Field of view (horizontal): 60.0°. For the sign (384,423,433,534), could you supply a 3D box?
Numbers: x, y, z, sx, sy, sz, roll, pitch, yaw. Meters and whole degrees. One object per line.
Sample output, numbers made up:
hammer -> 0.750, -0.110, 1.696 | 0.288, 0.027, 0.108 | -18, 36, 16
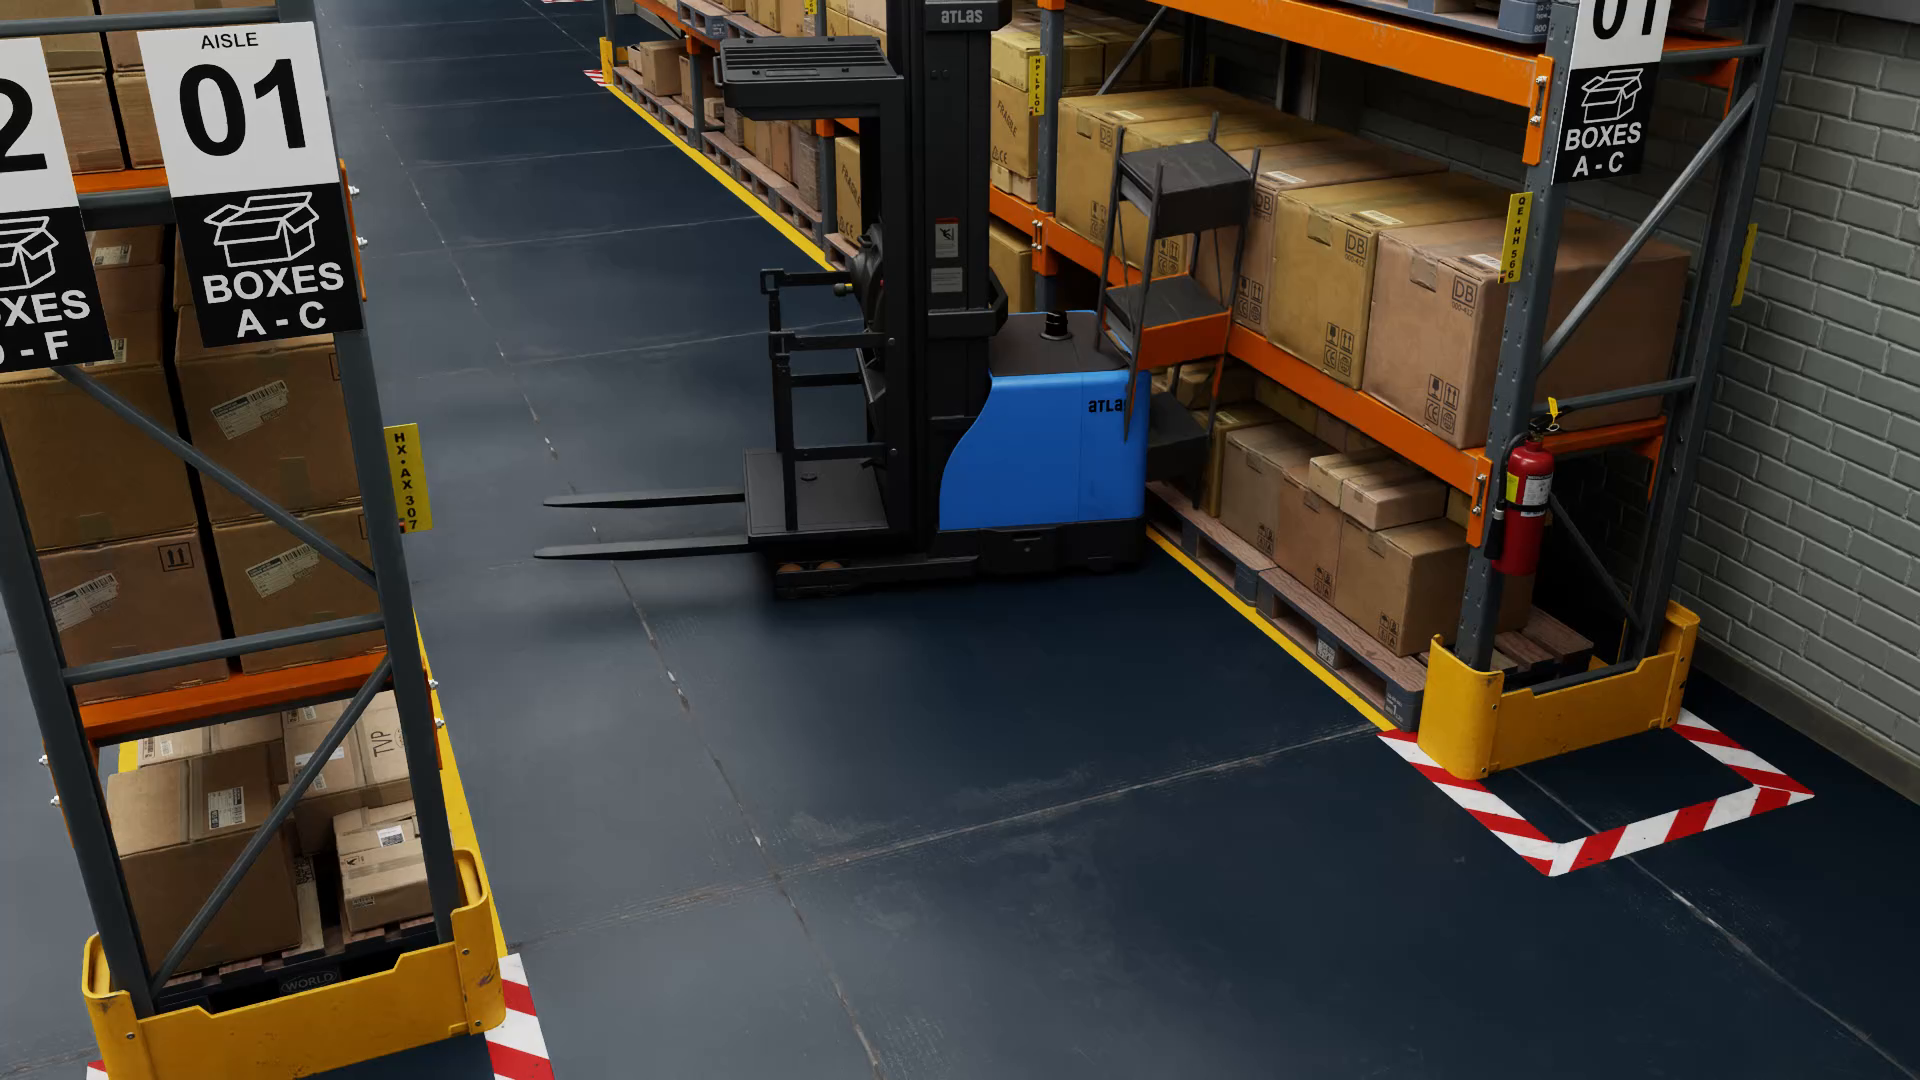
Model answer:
sign -> -1.561, -0.171, 4.695 | 0.100, 0.325, 0.005 | -11, 28, -21

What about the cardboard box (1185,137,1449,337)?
cardboard box -> 1.702, -1.481, 8.024 | 0.980, 0.700, 0.700 | -12, 28, -23

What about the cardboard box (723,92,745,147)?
cardboard box -> -1.900, -4.166, 16.211 | 0.700, 0.500, 0.500 | -10, 28, -19

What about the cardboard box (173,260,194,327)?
cardboard box -> -2.203, -0.617, 5.342 | 0.500, 0.500, 0.500 | -10, 28, -20

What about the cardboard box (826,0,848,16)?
cardboard box -> -0.685, -4.056, 12.309 | 0.500, 0.250, 0.500 | -10, 28, -19

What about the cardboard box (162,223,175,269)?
cardboard box -> -3.095, -0.935, 5.993 | 0.500, 0.500, 0.500 | -10, 28, -19

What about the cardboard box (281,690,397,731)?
cardboard box -> -2.404, 0.677, 6.577 | 0.500, 0.250, 0.500 | -11, 28, -21

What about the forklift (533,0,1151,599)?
forklift -> -0.623, -1.277, 8.025 | 3.031, 2.935, 1.130 | -4, 26, -8

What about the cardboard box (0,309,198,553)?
cardboard box -> -2.488, -0.315, 4.724 | 0.500, 0.500, 0.500 | -11, 28, -21

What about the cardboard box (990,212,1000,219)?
cardboard box -> 0.205, -1.977, 11.352 | 0.750, 0.750, 0.750 | -10, 28, -19

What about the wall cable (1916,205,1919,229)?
wall cable -> 3.868, -0.643, 5.491 | 0.084, 1.984, 1.851 | -11, 28, -21

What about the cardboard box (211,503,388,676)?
cardboard box -> -1.992, 0.042, 5.131 | 0.500, 0.500, 0.500 | -10, 28, -20

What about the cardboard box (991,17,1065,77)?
cardboard box -> 0.320, -3.033, 10.213 | 0.500, 0.250, 0.500 | -10, 28, -19

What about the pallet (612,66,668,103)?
pallet -> -3.454, -5.383, 19.534 | 1.003, 0.211, 1.213 | -11, 28, -21

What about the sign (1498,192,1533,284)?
sign -> 1.991, -1.080, 5.954 | 0.100, 0.325, 0.005 | -11, 28, -21

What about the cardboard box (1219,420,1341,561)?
cardboard box -> 1.736, -0.277, 8.269 | 0.700, 0.500, 0.500 | -12, 28, -22

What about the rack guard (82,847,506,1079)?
rack guard -> -2.090, 1.404, 5.305 | 1.175, 0.500, 0.348 | -11, 28, -21

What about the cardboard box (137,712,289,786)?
cardboard box -> -2.844, 0.783, 6.359 | 0.500, 0.250, 0.500 | -11, 28, -21

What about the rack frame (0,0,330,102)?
rack frame -> -2.060, -2.385, 3.377 | 1.000, 3.000, 0.127 | -11, 28, -21

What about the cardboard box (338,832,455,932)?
cardboard box -> -1.908, 1.167, 5.690 | 0.380, 0.149, 0.250 | -11, 28, -21

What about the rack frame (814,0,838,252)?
rack frame -> -0.637, -3.771, 13.055 | 1.000, 3.000, 0.127 | -11, 28, -21

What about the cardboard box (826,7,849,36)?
cardboard box -> -0.682, -3.718, 12.471 | 0.500, 0.500, 0.500 | -10, 28, -19

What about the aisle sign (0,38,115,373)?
aisle sign -> -2.316, -0.777, 3.959 | 0.394, 0.787, 0.004 | -11, 28, -21

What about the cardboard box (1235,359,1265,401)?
cardboard box -> 1.664, -0.865, 8.735 | 0.380, 0.149, 0.250 | -10, 28, -20

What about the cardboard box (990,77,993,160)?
cardboard box -> 0.308, -2.691, 10.367 | 0.500, 0.500, 0.500 | -10, 28, -20

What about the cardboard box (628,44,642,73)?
cardboard box -> -3.582, -5.695, 19.559 | 0.500, 0.311, 0.500 | -14, 29, -26

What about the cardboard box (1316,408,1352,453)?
cardboard box -> 1.966, -0.556, 8.100 | 0.380, 0.149, 0.250 | -10, 28, -20

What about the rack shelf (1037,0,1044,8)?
rack shelf -> 0.146, -3.988, 10.901 | 1.077, 0.370, 4.000 | -11, 28, -21

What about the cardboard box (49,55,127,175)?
cardboard box -> -2.504, -1.131, 4.400 | 0.500, 0.250, 0.500 | -11, 28, -21

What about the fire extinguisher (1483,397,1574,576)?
fire extinguisher -> 2.131, -0.199, 6.252 | 0.296, 0.674, 0.183 | -11, 28, -21

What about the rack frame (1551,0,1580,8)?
rack frame -> 2.496, -3.237, 5.124 | 1.000, 3.000, 0.127 | -11, 28, -21

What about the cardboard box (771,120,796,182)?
cardboard box -> -1.282, -3.551, 14.951 | 0.700, 0.500, 0.500 | -11, 28, -21

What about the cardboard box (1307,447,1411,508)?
cardboard box -> 1.811, -0.287, 7.551 | 0.380, 0.149, 0.250 | -10, 28, -19

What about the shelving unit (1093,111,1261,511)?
shelving unit -> 0.968, -0.974, 8.024 | 0.503, 2.100, 0.431 | -13, 42, -19

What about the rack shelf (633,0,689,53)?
rack shelf -> -2.987, -5.870, 18.173 | 1.077, 0.370, 4.000 | -11, 28, -21

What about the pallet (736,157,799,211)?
pallet -> -1.415, -3.325, 15.320 | 1.003, 0.211, 1.213 | -11, 28, -21

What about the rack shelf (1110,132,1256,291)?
rack shelf -> 0.998, -1.502, 7.587 | 0.480, 0.518, 0.431 | -13, 42, -19

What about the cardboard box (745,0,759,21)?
cardboard box -> -1.537, -4.930, 14.813 | 0.700, 0.500, 0.500 | -7, 27, -14

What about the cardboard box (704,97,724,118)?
cardboard box -> -2.440, -4.521, 17.319 | 0.380, 0.166, 0.250 | -15, 30, -27

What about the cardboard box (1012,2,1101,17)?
cardboard box -> 0.577, -3.323, 10.806 | 0.500, 0.250, 0.500 | -12, 28, -22

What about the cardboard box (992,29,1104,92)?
cardboard box -> 0.511, -2.825, 9.787 | 0.500, 0.250, 0.500 | -10, 28, -19

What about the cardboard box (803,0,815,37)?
cardboard box -> -0.830, -4.202, 13.321 | 0.700, 0.500, 0.500 | -14, 29, -27

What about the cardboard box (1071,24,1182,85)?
cardboard box -> 0.989, -2.911, 9.963 | 0.500, 0.250, 0.500 | -10, 28, -19

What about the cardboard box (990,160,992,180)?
cardboard box -> 0.356, -2.350, 10.408 | 0.380, 0.149, 0.250 | -10, 28, -19

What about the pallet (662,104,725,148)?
pallet -> -2.499, -4.398, 17.517 | 1.003, 0.211, 1.213 | -11, 28, -21

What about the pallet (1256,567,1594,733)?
pallet -> 2.111, 0.402, 7.685 | 1.003, 0.211, 1.213 | -11, 28, -21

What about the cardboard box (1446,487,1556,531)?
cardboard box -> 2.363, -0.148, 7.265 | 0.380, 0.149, 0.250 | -10, 28, -20
